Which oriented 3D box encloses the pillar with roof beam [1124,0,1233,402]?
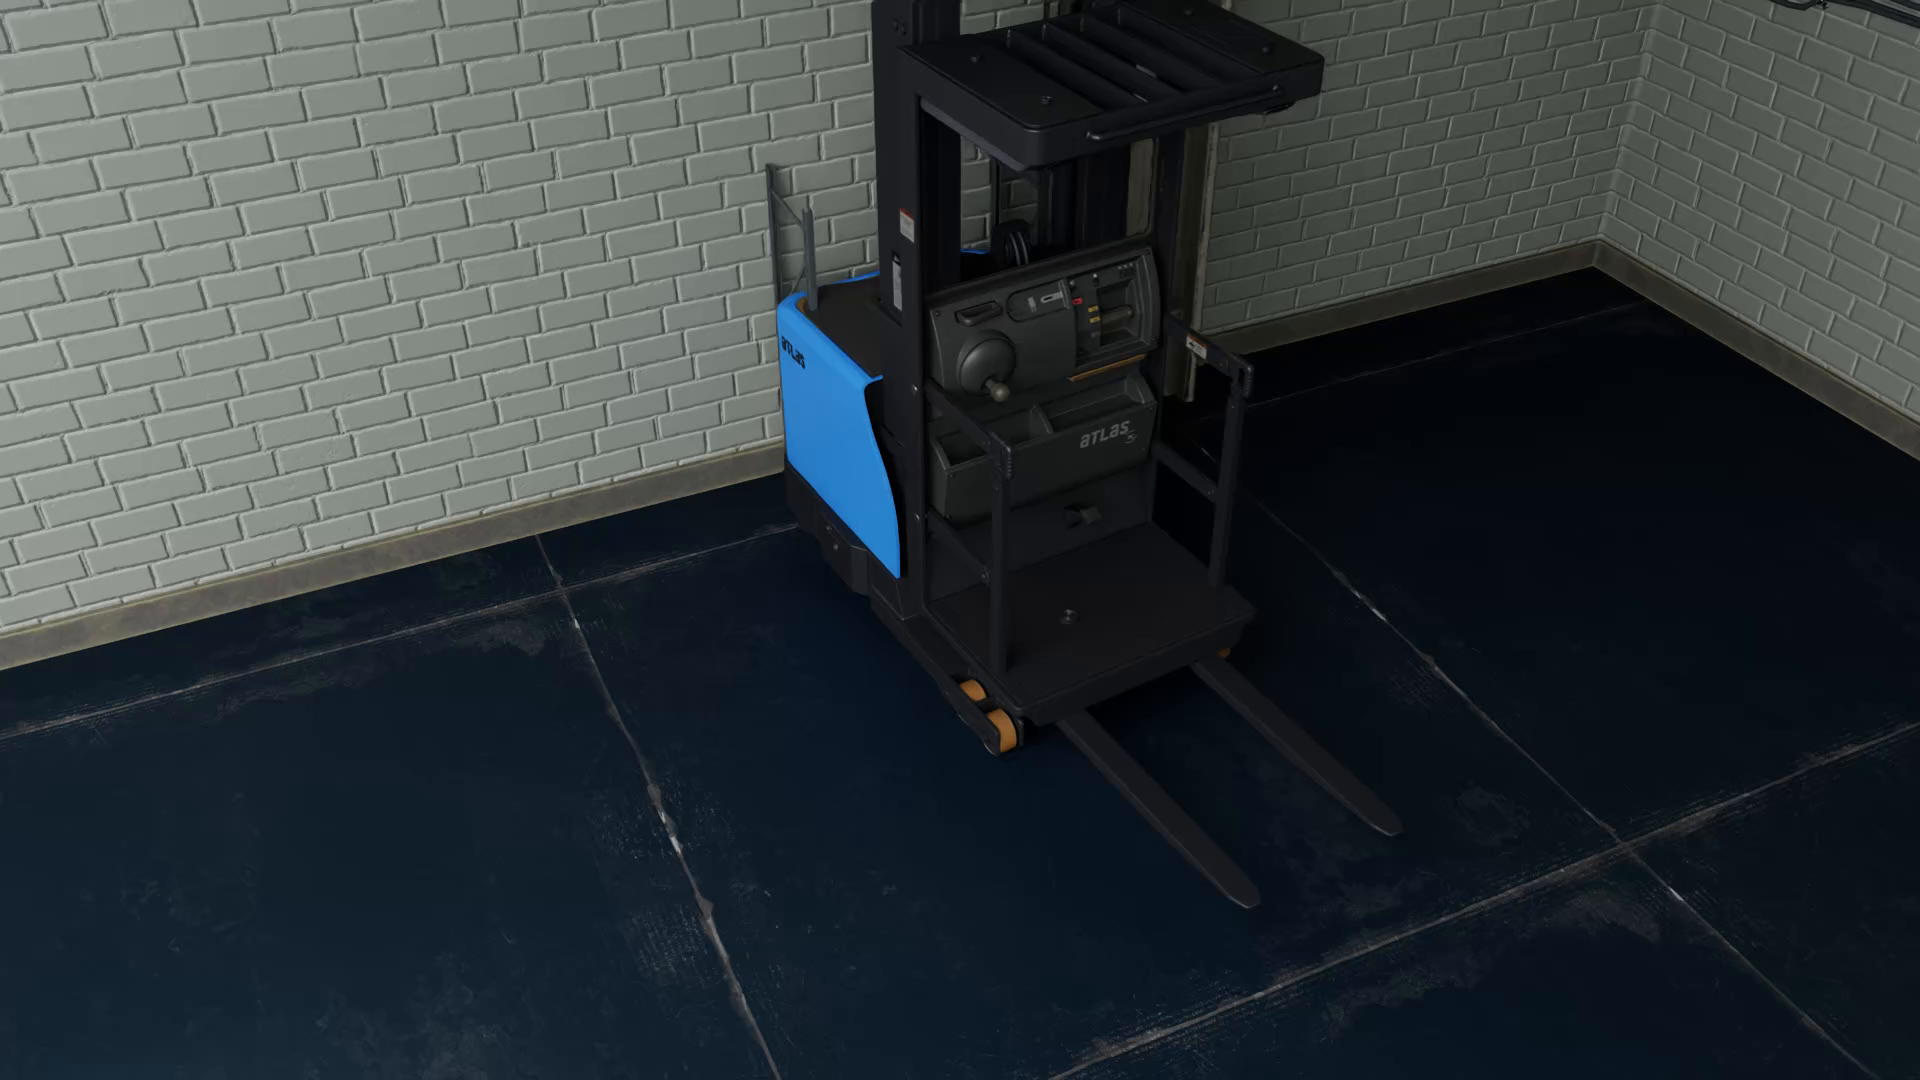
[{"bbox_3d":[2.739,-2.014,2.411,0.400,9.000,9.100,-16,39,-20],"label":"pillar with roof beam"}]

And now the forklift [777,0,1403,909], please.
[{"bbox_3d":[0.424,-0.700,5.733,1.130,2.935,3.031,-20,41,-24],"label":"forklift"}]

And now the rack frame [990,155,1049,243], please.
[{"bbox_3d":[0.246,-1.036,7.385,0.032,1.500,0.500,-14,39,-19],"label":"rack frame"}]

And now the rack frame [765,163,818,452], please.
[{"bbox_3d":[-0.685,-0.797,7.056,0.032,1.500,0.500,-14,39,-19],"label":"rack frame"}]

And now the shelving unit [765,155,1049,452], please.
[{"bbox_3d":[-0.219,-0.916,7.220,1.048,1.500,0.538,-14,39,-19],"label":"shelving unit"}]
